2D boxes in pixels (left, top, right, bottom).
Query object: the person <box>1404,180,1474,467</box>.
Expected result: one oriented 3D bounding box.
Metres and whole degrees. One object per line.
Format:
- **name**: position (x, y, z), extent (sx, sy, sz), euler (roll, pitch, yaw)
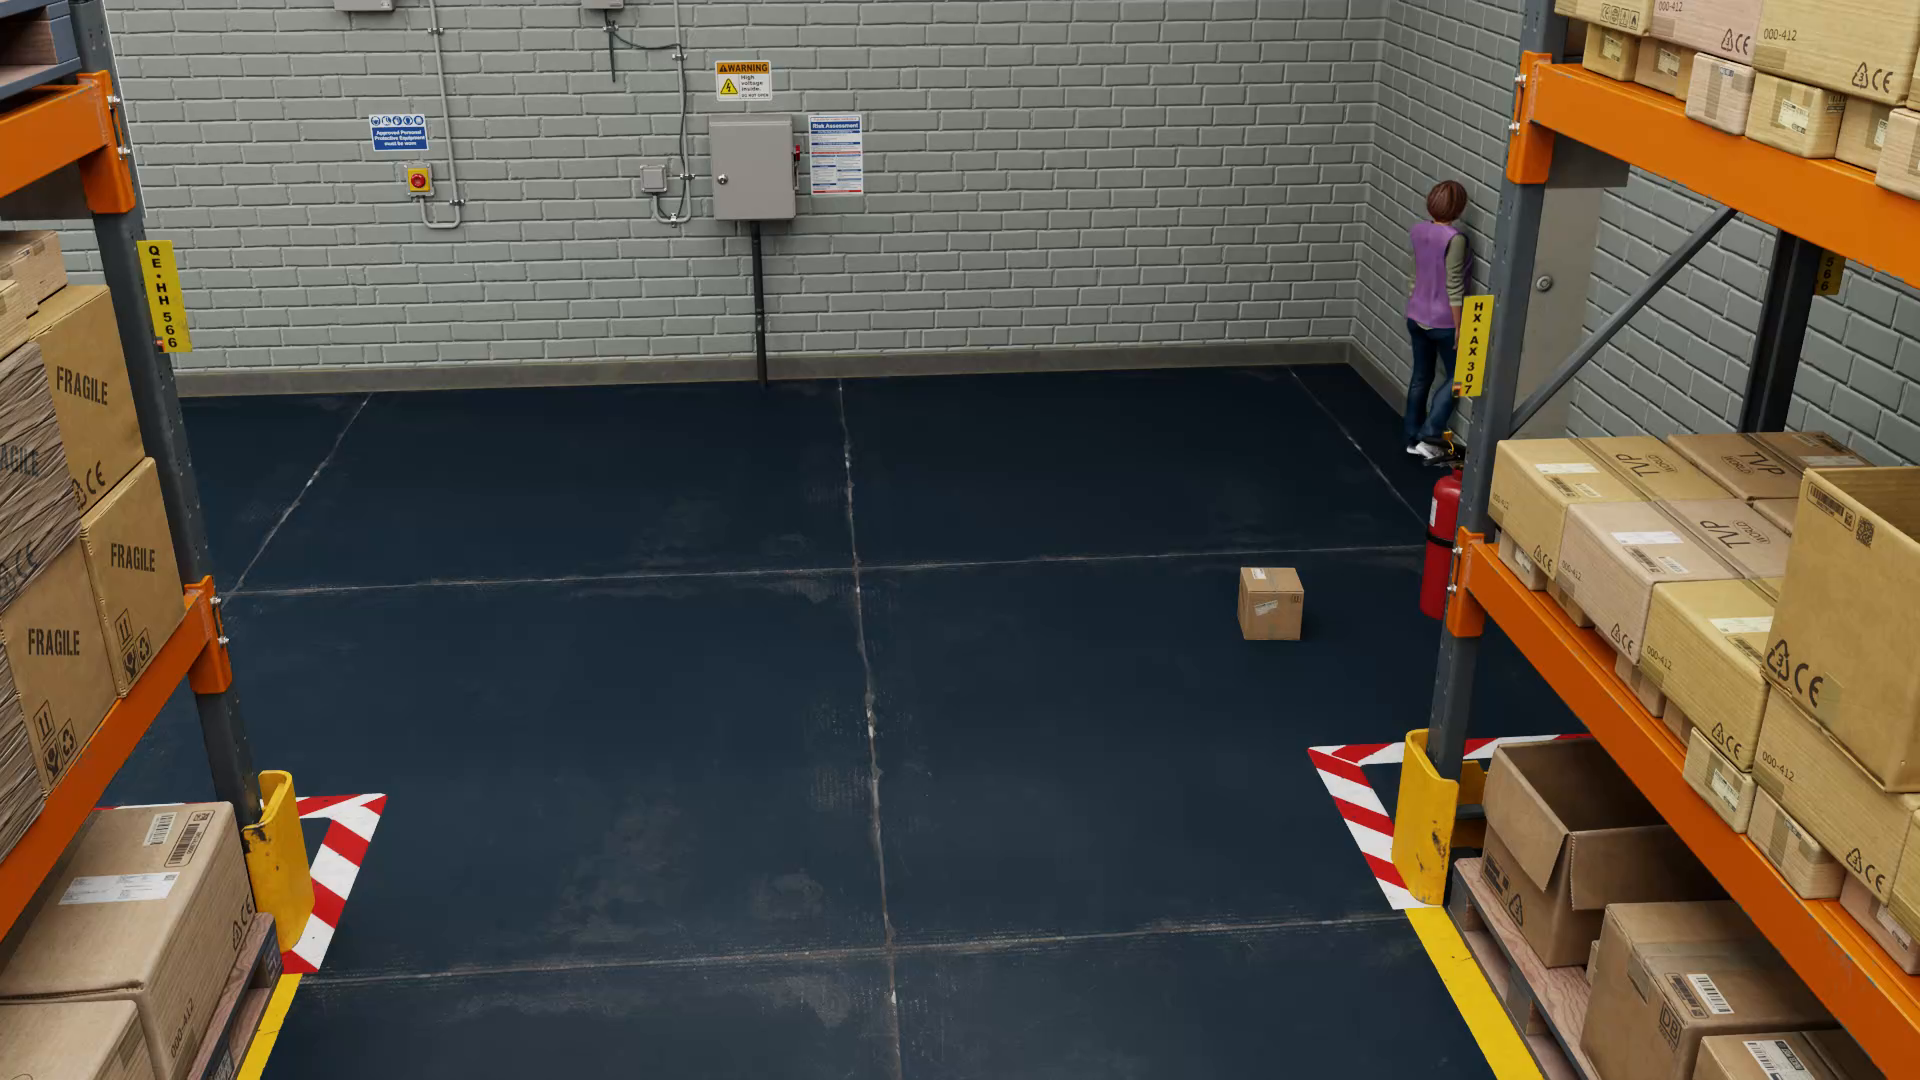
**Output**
- **person**: position (2.694, -1.213, 9.334), extent (0.366, 1.629, 0.432), euler (-12, 27, -26)
